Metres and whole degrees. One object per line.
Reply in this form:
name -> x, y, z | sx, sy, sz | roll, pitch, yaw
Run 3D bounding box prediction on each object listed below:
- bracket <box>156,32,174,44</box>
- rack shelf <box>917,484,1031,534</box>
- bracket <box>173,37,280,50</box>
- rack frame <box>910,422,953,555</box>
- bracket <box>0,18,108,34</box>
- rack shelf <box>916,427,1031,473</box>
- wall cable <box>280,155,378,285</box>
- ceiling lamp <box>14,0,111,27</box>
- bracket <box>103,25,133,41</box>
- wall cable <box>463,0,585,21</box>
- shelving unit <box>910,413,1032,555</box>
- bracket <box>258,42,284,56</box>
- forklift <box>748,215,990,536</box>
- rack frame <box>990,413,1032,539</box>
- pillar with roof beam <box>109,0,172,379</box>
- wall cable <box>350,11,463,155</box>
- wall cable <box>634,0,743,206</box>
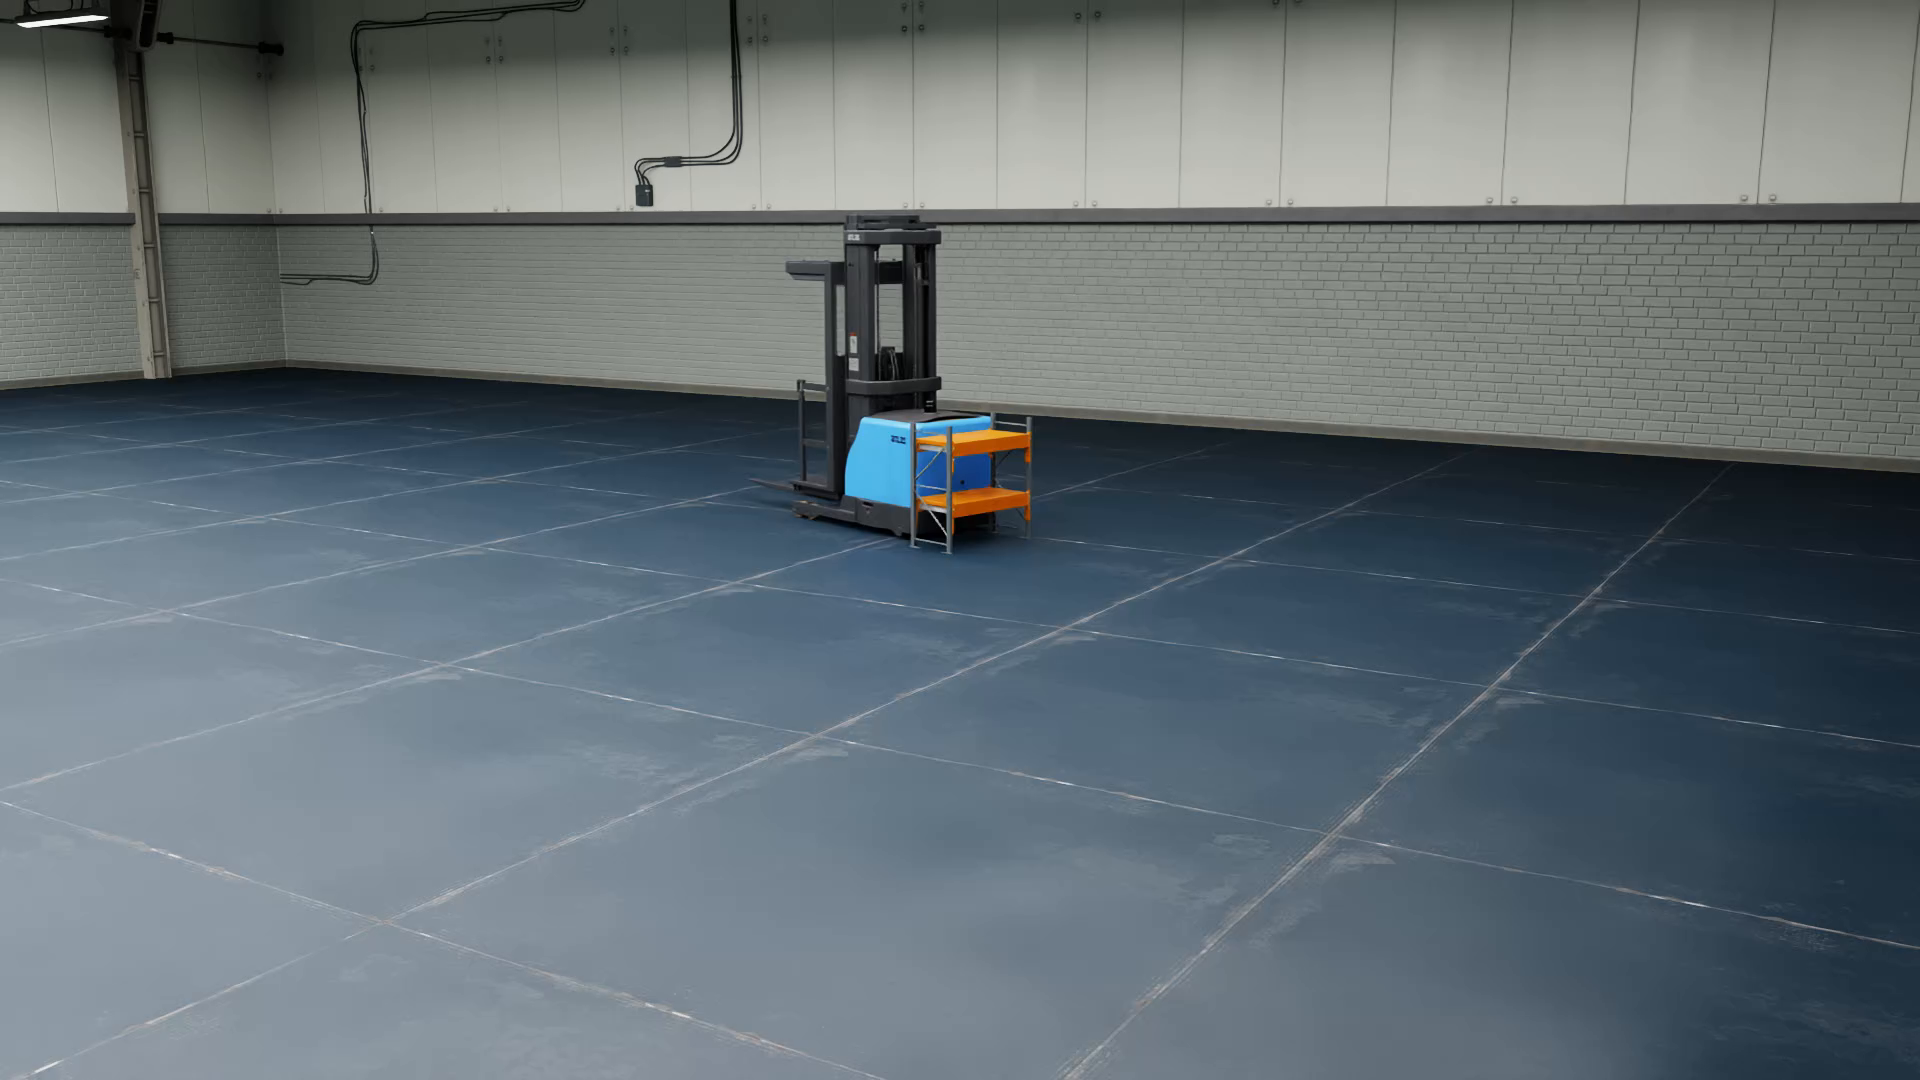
bracket -> -14.850, -9.333, 30.865 | 0.235, 0.232, 0.430 | 6, 12, 31
rack shelf -> 0.108, -0.285, 15.045 | 1.000, 0.278, 0.538 | -10, 15, -44
bracket -> -13.926, -9.613, 32.360 | 0.076, 0.066, 3.189 | 6, 12, 31
rack frame -> -0.253, -0.460, 14.648 | 0.032, 1.125, 0.500 | -10, 15, -44
bracket -> -16.619, -8.797, 28.003 | 0.076, 0.066, 4.783 | 6, 12, 31
rack shelf -> 0.108, -0.813, 14.946 | 1.000, 0.278, 0.538 | -10, 15, -44
wall cable -> -12.709, -6.343, 33.114 | 3.097, 2.526, 0.112 | 6, 12, 31
ceiling lamp -> -13.316, -9.340, 24.822 | 2.000, 3.185, 0.800 | 6, 12, 31
bracket -> -15.281, -9.202, 30.168 | 0.235, 0.232, 0.430 | 6, 12, 31
wall cable -> -7.752, -10.507, 29.271 | 3.097, 2.526, 0.112 | 6, 12, 31
shelving unit -> 0.108, -0.525, 15.000 | 1.048, 1.125, 0.538 | -10, 15, -44
bracket -> -13.620, -9.705, 32.856 | 0.235, 0.232, 0.430 | 6, 12, 31
forklift -> -0.999, -1.690, 16.311 | 1.130, 2.935, 3.031 | -9, 14, -40
rack frame -> 0.468, -0.591, 15.352 | 0.032, 1.125, 0.500 | -10, 15, -44
pillar with roof beam -> -11.690, -7.121, 28.832 | 9.100, 9.000, 0.548 | 6, 12, 31
wall cable -> -10.397, -8.567, 31.269 | 3.097, 2.526, 0.112 | 6, 12, 31
wall cable -> -4.604, -8.631, 27.658 | 2.305, 6.003, 0.169 | 6, 12, 31
